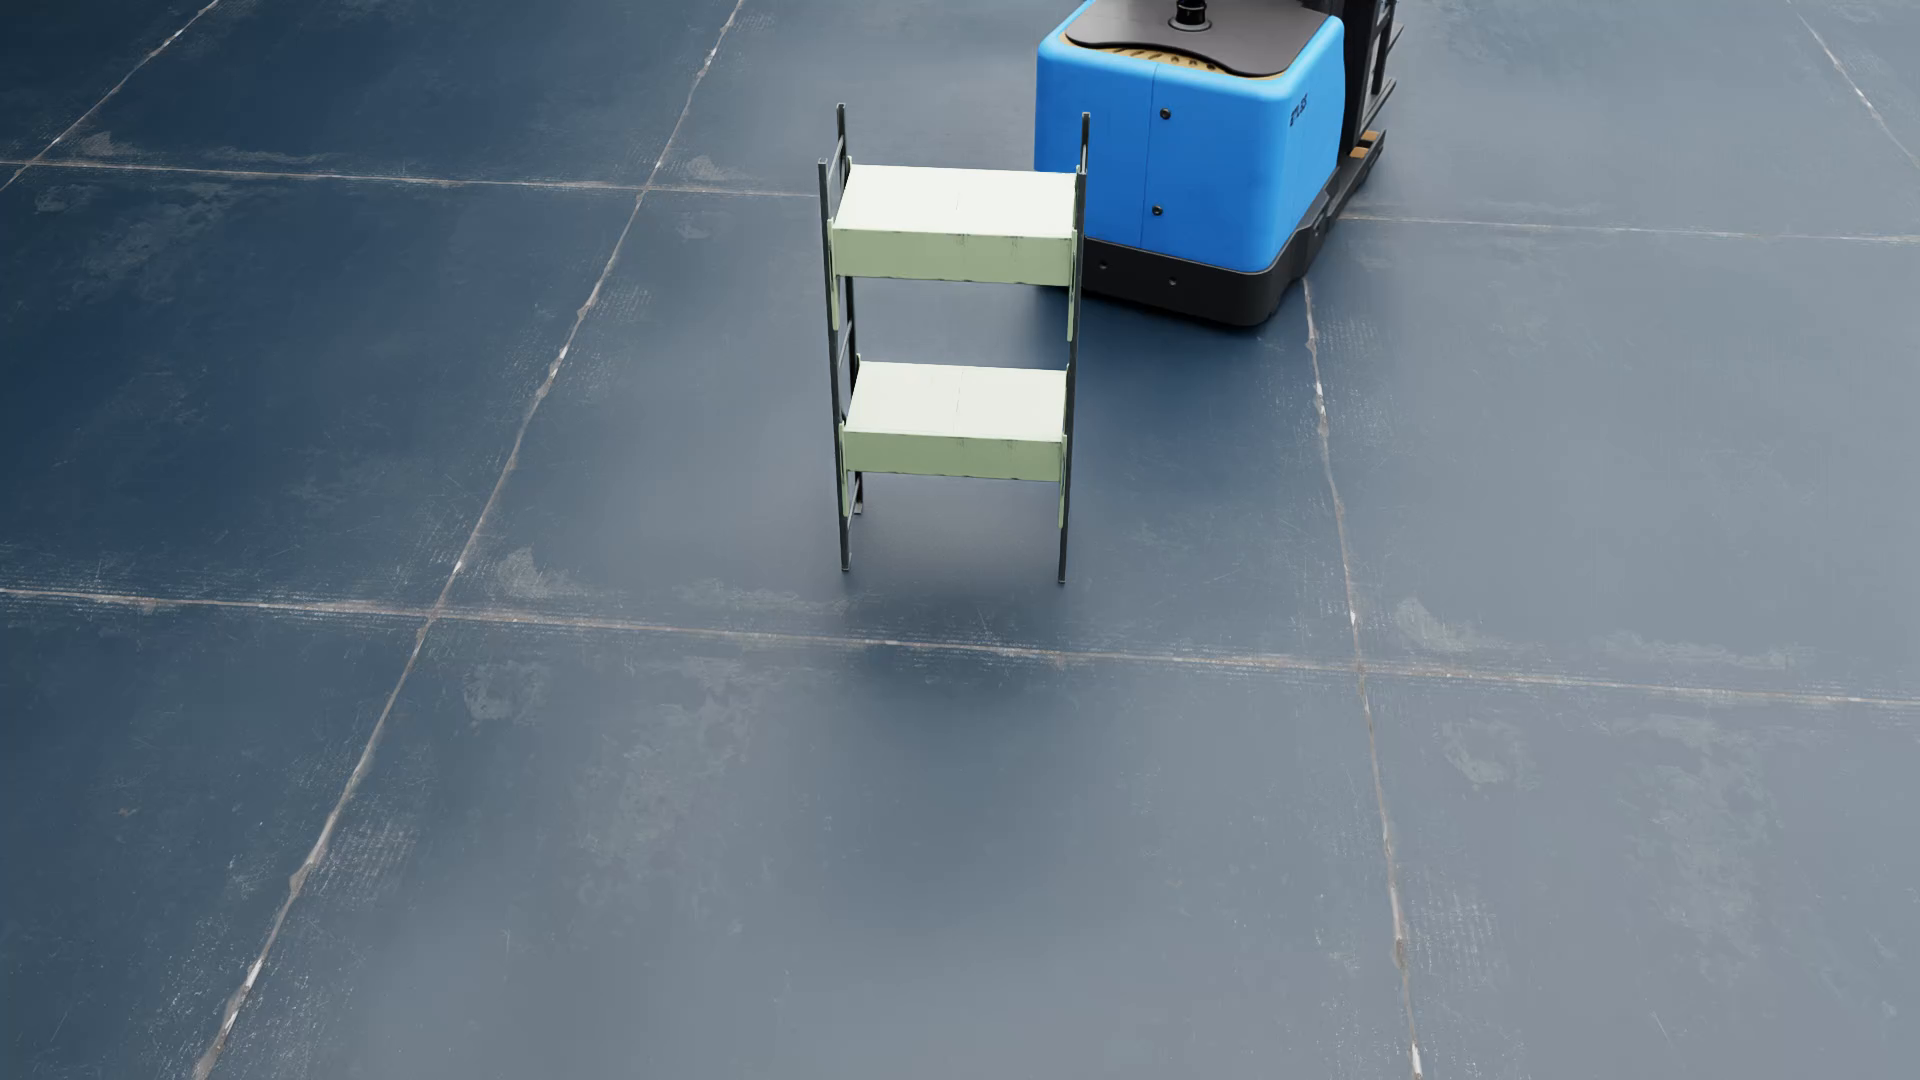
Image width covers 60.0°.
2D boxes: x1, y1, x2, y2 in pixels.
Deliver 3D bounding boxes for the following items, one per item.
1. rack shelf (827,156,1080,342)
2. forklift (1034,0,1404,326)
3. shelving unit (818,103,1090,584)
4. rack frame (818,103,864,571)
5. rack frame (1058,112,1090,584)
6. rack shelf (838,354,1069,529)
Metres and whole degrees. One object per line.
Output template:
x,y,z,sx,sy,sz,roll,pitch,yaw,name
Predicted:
-0.007,-0.885,5.031,0.720,0.370,0.431,3,39,4,rack shelf
1.376,-2.923,7.020,1.130,2.935,3.031,17,42,20,forklift
-0.007,-0.582,5.277,0.755,1.500,0.431,3,39,4,shelving unit
-0.371,-0.602,5.301,0.023,1.500,0.400,3,39,4,rack frame
0.358,-0.562,5.252,0.023,1.500,0.400,3,39,4,rack frame
-0.007,-0.329,5.483,0.720,0.370,0.431,3,39,4,rack shelf
